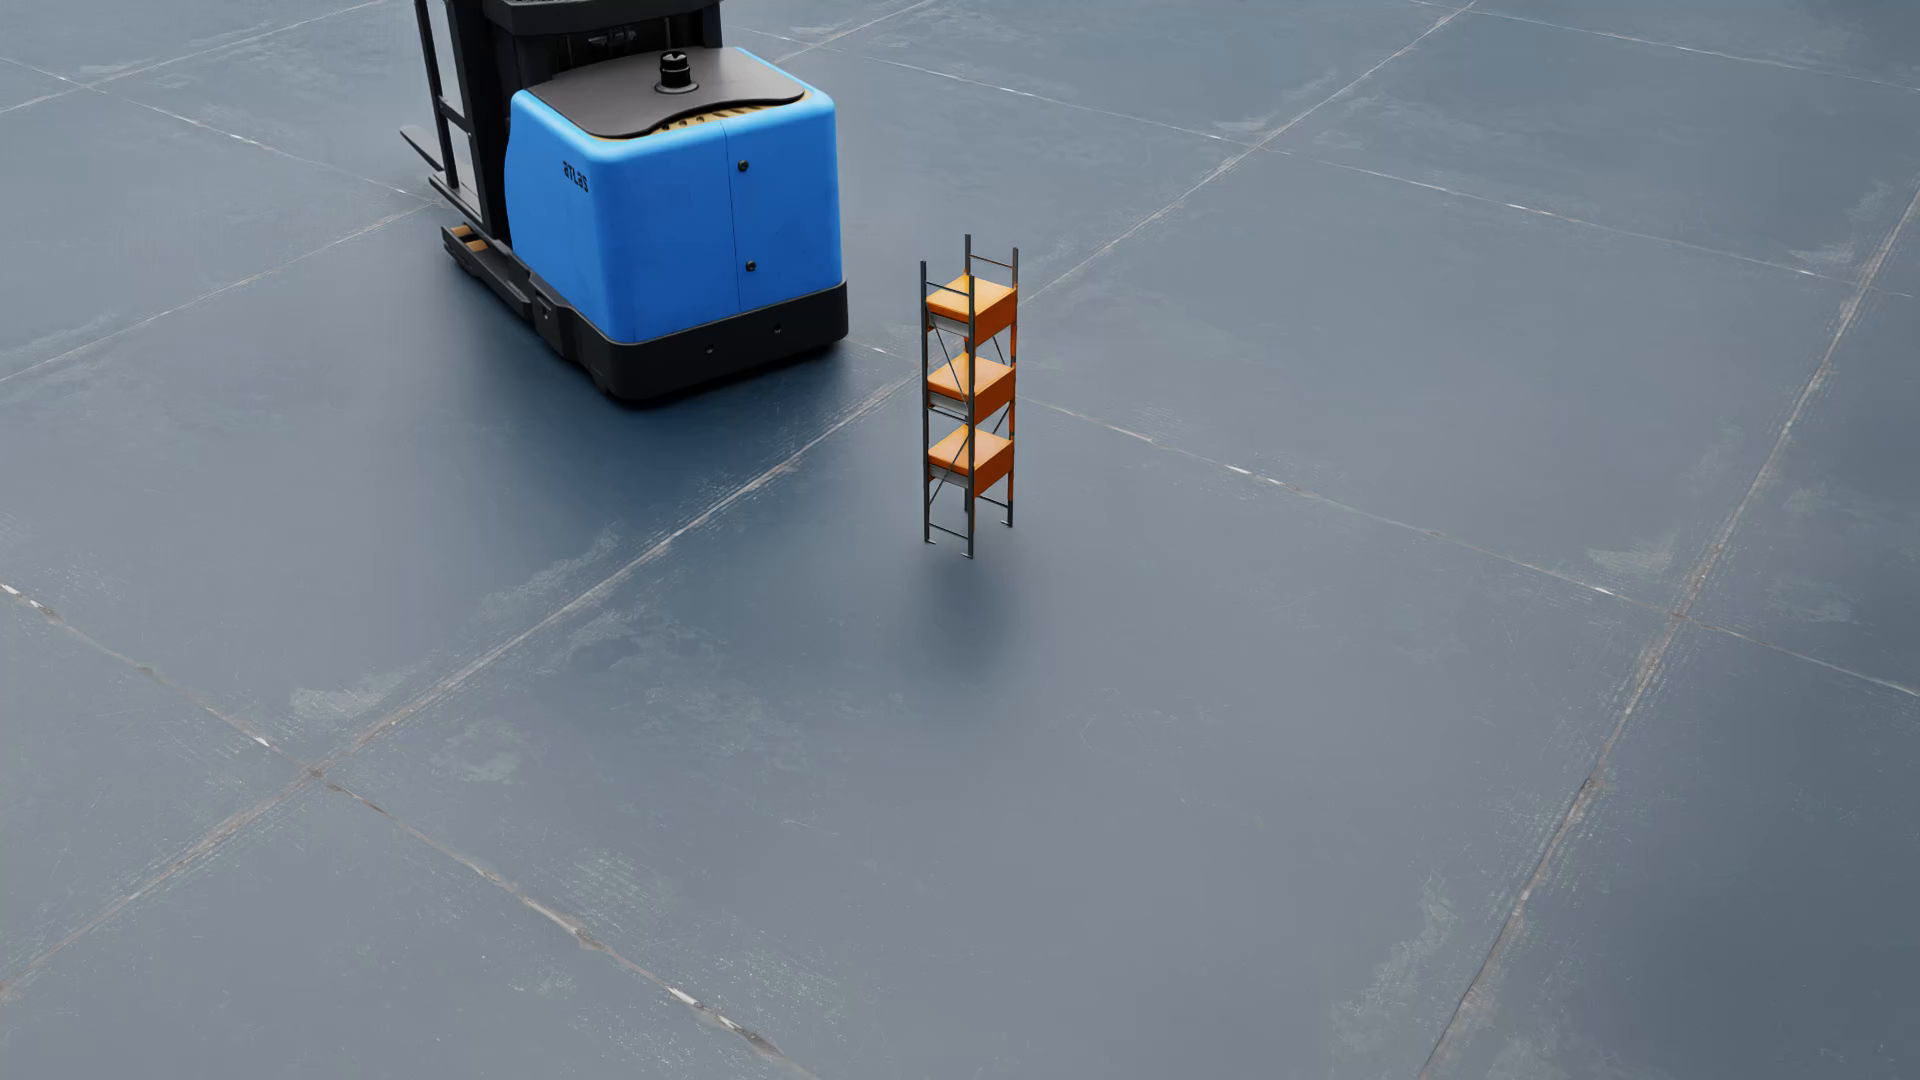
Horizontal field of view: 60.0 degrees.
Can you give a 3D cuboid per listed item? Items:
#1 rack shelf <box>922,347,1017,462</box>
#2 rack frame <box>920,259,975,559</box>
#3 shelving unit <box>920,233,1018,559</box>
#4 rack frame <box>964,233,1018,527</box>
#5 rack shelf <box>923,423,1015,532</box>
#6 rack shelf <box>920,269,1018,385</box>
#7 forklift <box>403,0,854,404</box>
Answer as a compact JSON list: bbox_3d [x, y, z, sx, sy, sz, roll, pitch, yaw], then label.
[{"bbox_3d":[0.031,-0.451,5.498,0.215,0.259,0.240,21,39,28],"label":"rack shelf"},{"bbox_3d":[-0.039,-0.403,5.409,0.200,1.050,0.008,21,39,28],"label":"rack frame"},{"bbox_3d":[0.031,-0.460,5.492,0.215,1.050,0.252,21,39,28],"label":"shelving unit"},{"bbox_3d":[0.100,-0.516,5.575,0.200,1.050,0.008,21,39,28],"label":"rack frame"},{"bbox_3d":[0.031,-0.221,5.654,0.215,0.259,0.240,21,39,28],"label":"rack shelf"},{"bbox_3d":[0.031,-0.686,5.339,0.215,0.259,0.240,21,39,28],"label":"rack shelf"},{"bbox_3d":[-1.688,-2.516,6.854,1.130,2.935,3.031,-21,39,-28],"label":"forklift"}]
